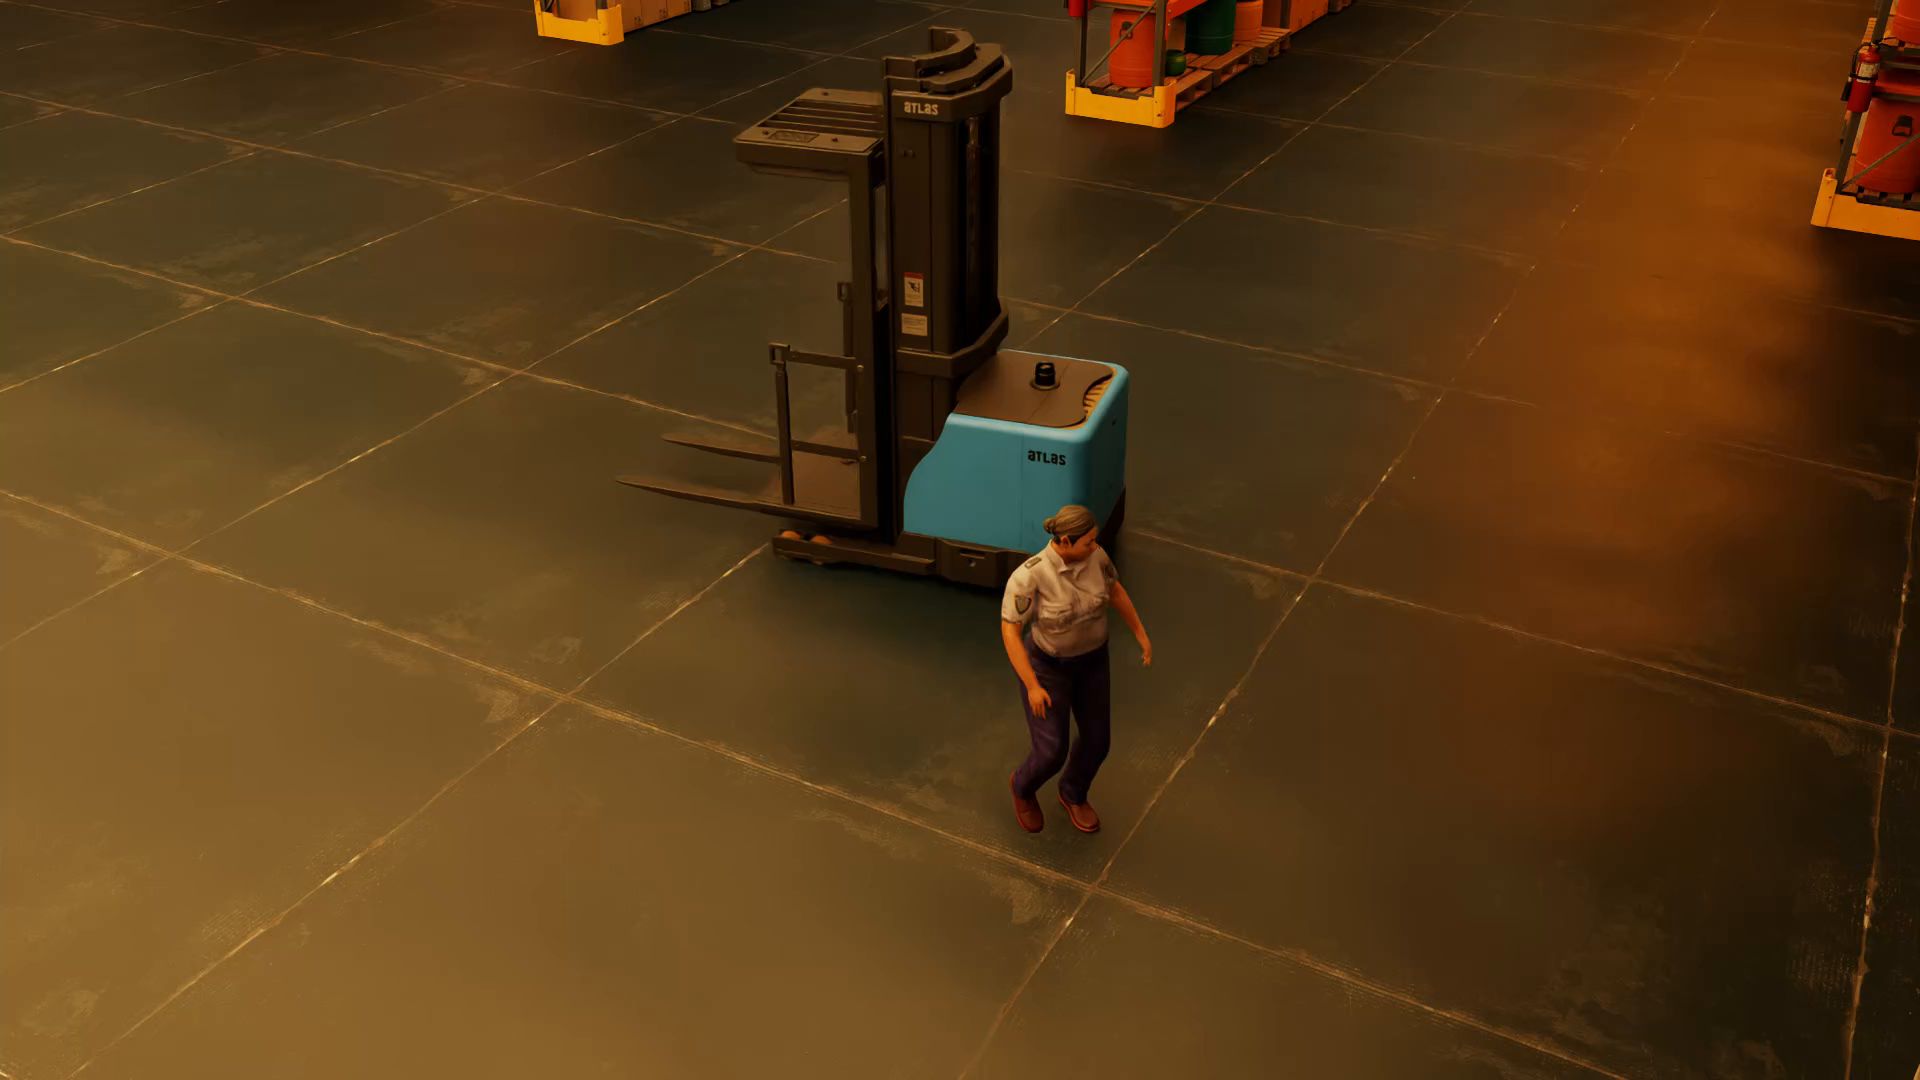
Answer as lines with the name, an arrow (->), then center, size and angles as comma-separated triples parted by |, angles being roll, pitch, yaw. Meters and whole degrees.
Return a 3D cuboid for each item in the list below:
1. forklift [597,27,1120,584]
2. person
forklift -> -0.611, -1.309, 9.339 | 3.031, 2.935, 1.130 | 4, 30, 8
person -> 0.514, 0.662, 7.292 | 0.880, 1.680, 0.492 | -11, 32, -18
